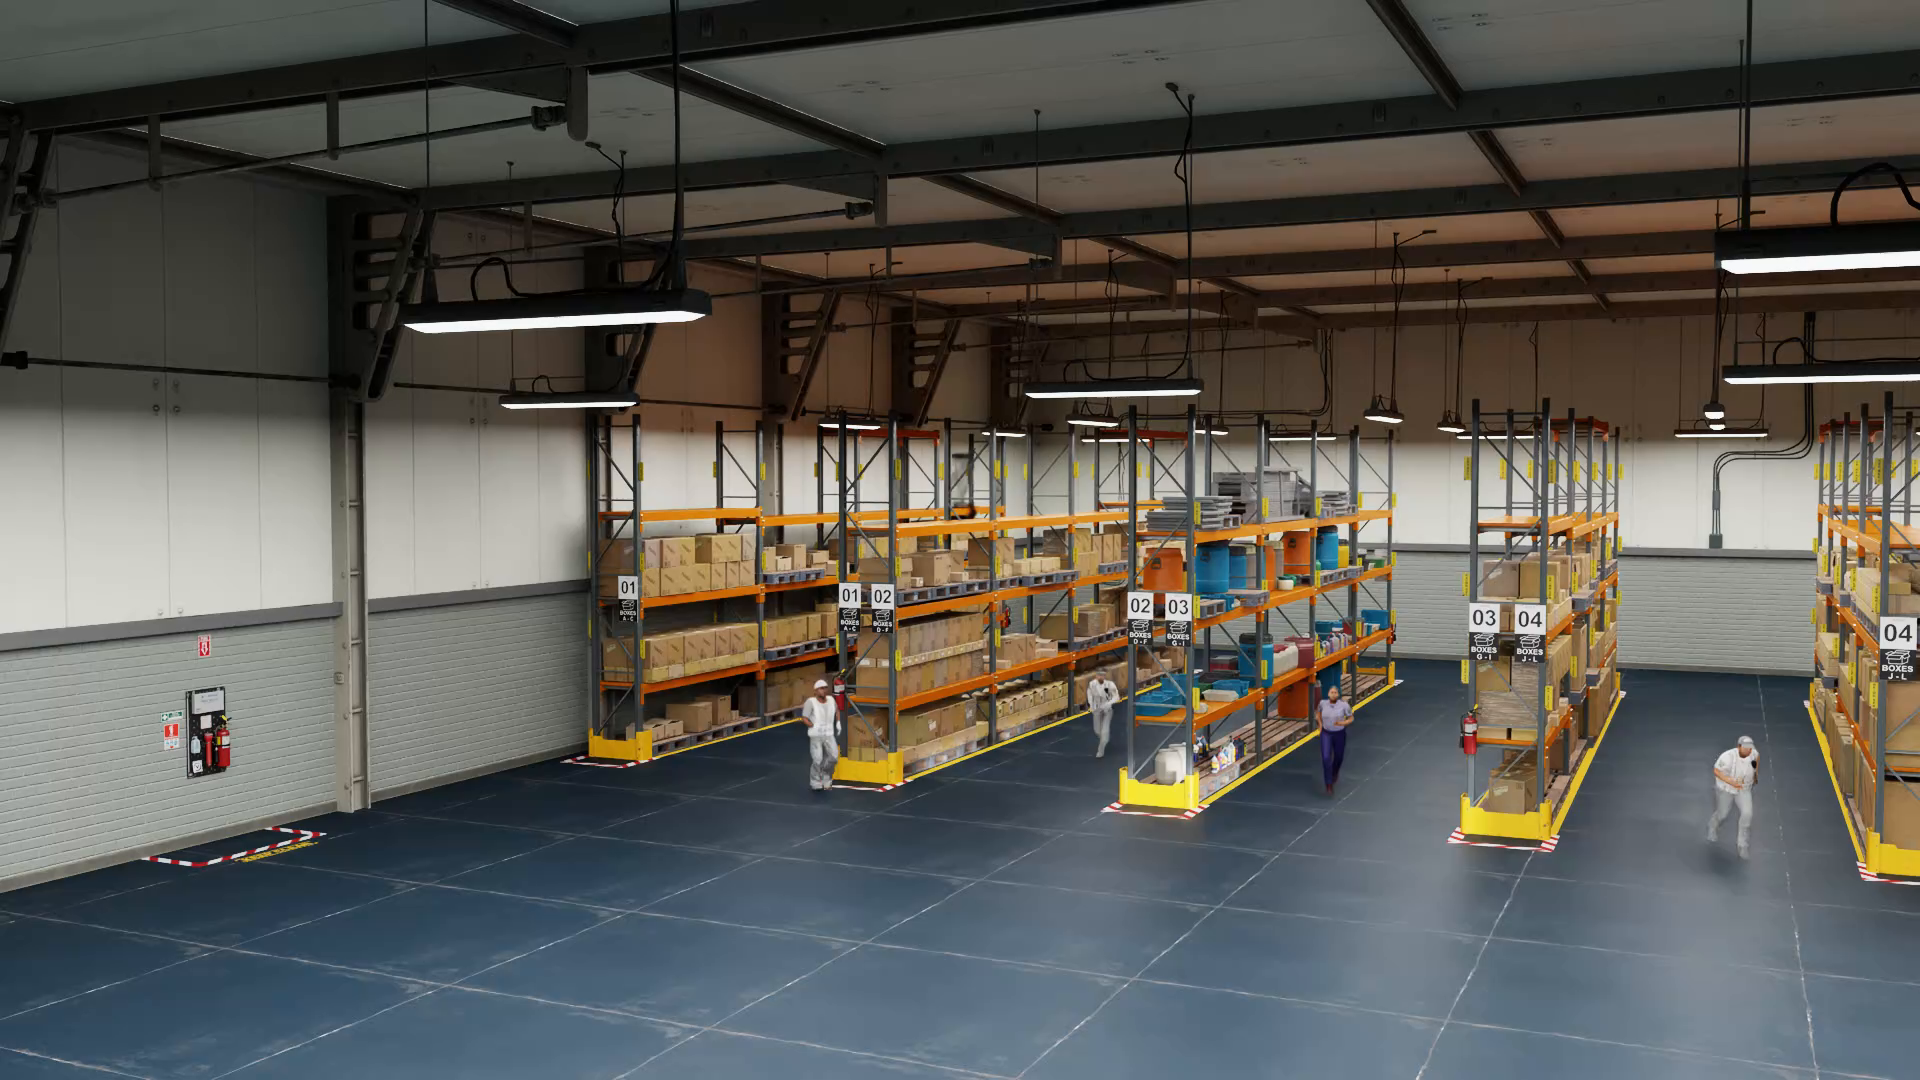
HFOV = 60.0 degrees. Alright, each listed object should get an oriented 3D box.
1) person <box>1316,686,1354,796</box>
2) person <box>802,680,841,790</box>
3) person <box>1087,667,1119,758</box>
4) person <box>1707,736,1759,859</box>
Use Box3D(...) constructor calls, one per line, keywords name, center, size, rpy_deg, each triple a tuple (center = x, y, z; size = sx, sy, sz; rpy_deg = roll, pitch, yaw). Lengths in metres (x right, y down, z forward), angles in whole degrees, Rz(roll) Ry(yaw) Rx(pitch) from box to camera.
Box3D(name="person", center=(5.890, 3.131, 26.124), size=(0.561, 1.693, 1.000), rpy_deg=(0, 2, 8))
Box3D(name="person", center=(-2.112, 3.049, 25.898), size=(0.724, 1.745, 0.617), rpy_deg=(-1, 3, -30))
Box3D(name="person", center=(2.512, 3.016, 29.222), size=(0.608, 1.615, 0.690), rpy_deg=(1, 2, 15))
Box3D(name="person", center=(10.178, 3.337, 21.907), size=(0.648, 1.627, 1.037), rpy_deg=(0, 2, -3))
